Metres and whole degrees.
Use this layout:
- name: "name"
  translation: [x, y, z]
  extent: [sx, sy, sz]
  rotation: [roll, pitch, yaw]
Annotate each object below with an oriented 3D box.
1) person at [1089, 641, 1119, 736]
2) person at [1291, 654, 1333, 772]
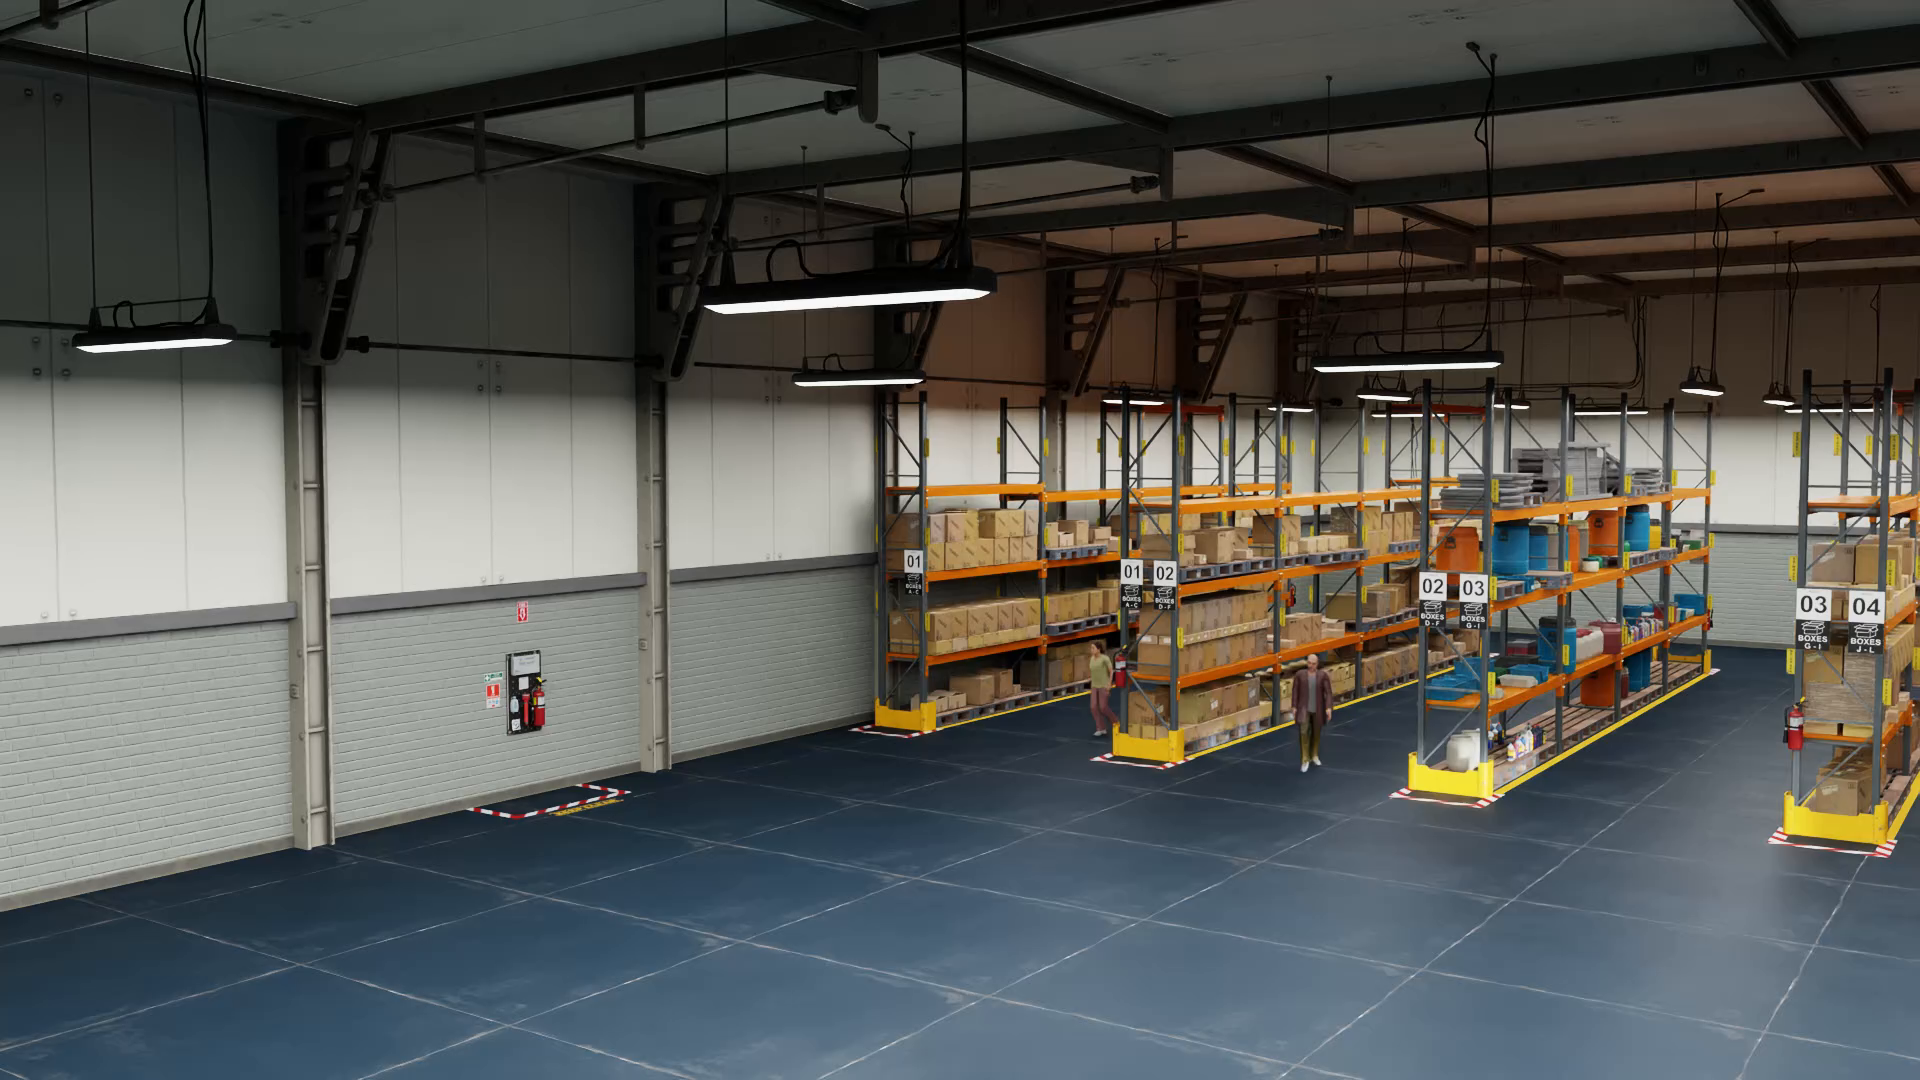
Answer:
- name: "person"
  translation: [2.500, 2.571, 29.019]
  extent: [0.524, 1.654, 0.523]
  rotation: [3, 4, 44]
- name: "person"
  translation: [5.502, 2.690, 25.978]
  extent: [0.631, 1.799, 0.706]
  rotation: [0, 3, 8]
